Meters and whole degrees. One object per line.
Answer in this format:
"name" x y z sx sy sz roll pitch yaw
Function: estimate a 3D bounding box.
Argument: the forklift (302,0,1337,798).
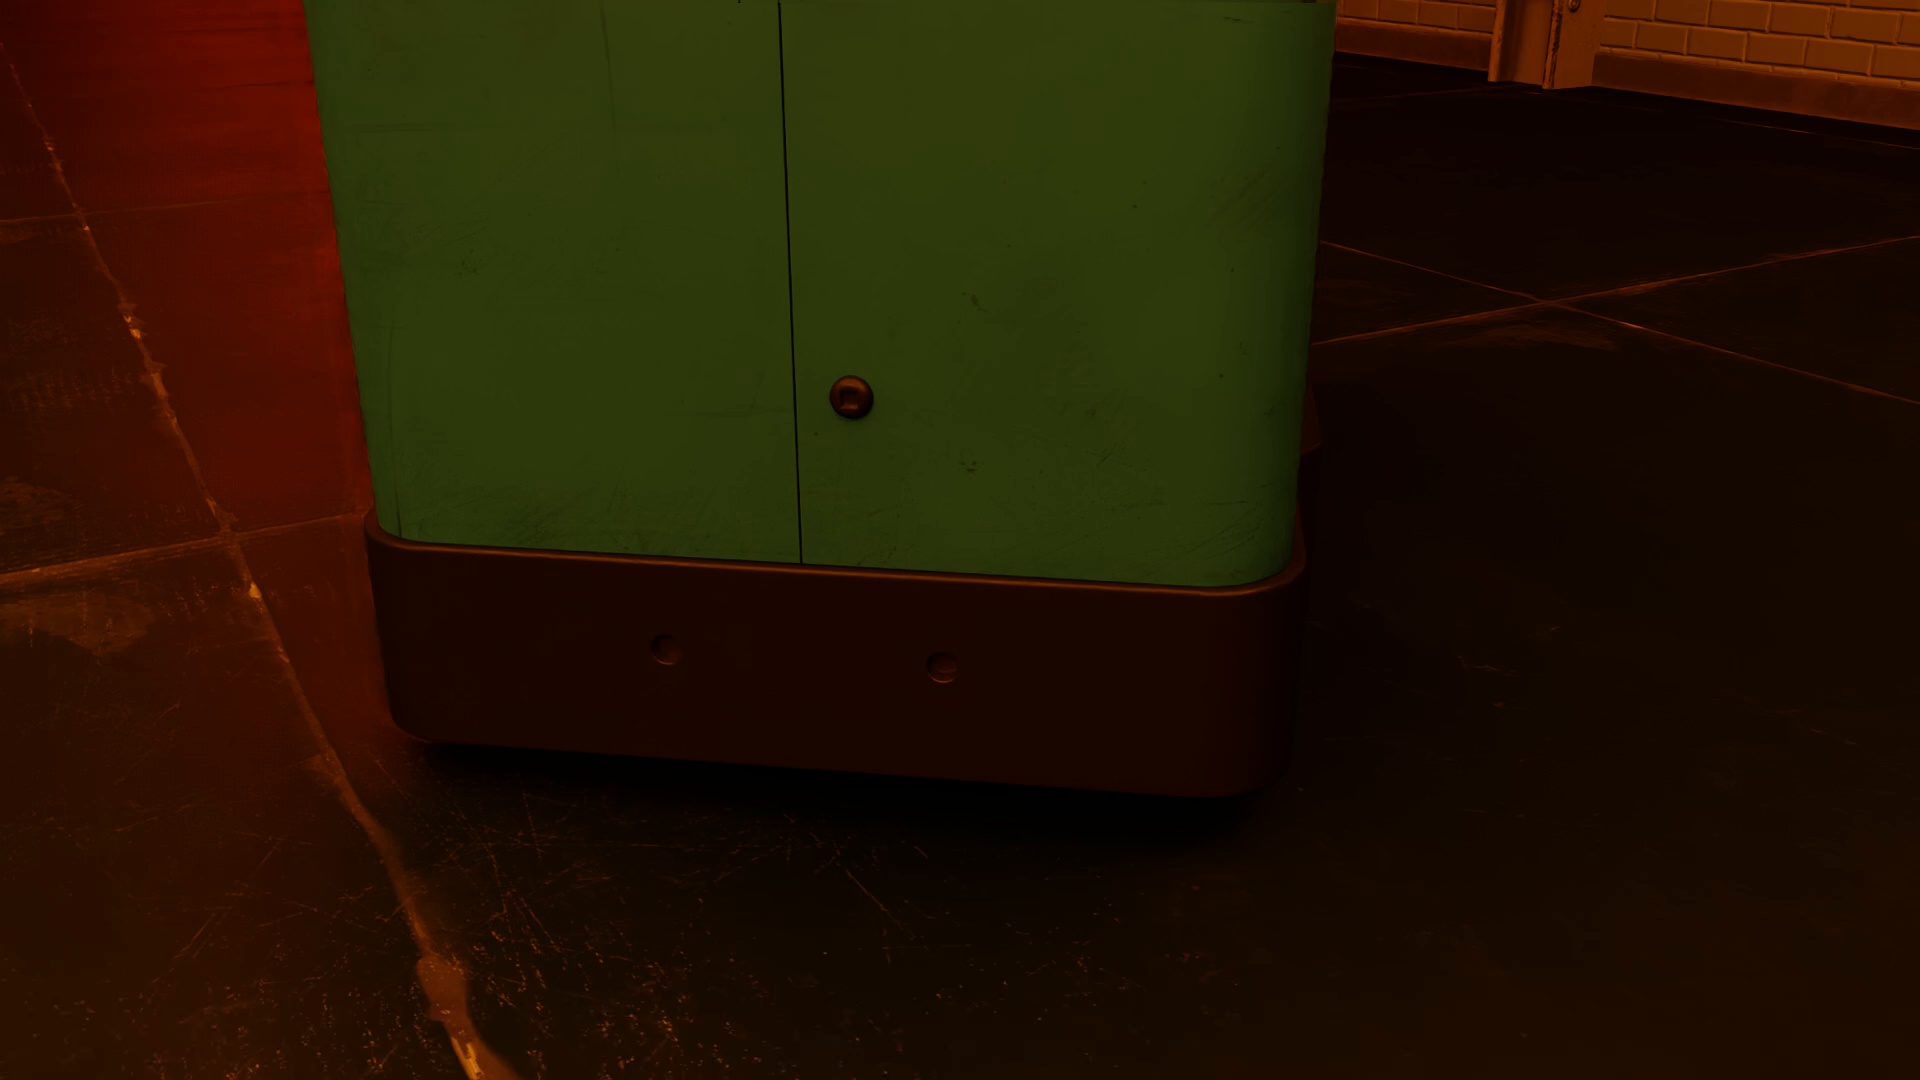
"forklift" 0.048 -1.605 2.685 1.130 2.935 3.031 3 23 8
